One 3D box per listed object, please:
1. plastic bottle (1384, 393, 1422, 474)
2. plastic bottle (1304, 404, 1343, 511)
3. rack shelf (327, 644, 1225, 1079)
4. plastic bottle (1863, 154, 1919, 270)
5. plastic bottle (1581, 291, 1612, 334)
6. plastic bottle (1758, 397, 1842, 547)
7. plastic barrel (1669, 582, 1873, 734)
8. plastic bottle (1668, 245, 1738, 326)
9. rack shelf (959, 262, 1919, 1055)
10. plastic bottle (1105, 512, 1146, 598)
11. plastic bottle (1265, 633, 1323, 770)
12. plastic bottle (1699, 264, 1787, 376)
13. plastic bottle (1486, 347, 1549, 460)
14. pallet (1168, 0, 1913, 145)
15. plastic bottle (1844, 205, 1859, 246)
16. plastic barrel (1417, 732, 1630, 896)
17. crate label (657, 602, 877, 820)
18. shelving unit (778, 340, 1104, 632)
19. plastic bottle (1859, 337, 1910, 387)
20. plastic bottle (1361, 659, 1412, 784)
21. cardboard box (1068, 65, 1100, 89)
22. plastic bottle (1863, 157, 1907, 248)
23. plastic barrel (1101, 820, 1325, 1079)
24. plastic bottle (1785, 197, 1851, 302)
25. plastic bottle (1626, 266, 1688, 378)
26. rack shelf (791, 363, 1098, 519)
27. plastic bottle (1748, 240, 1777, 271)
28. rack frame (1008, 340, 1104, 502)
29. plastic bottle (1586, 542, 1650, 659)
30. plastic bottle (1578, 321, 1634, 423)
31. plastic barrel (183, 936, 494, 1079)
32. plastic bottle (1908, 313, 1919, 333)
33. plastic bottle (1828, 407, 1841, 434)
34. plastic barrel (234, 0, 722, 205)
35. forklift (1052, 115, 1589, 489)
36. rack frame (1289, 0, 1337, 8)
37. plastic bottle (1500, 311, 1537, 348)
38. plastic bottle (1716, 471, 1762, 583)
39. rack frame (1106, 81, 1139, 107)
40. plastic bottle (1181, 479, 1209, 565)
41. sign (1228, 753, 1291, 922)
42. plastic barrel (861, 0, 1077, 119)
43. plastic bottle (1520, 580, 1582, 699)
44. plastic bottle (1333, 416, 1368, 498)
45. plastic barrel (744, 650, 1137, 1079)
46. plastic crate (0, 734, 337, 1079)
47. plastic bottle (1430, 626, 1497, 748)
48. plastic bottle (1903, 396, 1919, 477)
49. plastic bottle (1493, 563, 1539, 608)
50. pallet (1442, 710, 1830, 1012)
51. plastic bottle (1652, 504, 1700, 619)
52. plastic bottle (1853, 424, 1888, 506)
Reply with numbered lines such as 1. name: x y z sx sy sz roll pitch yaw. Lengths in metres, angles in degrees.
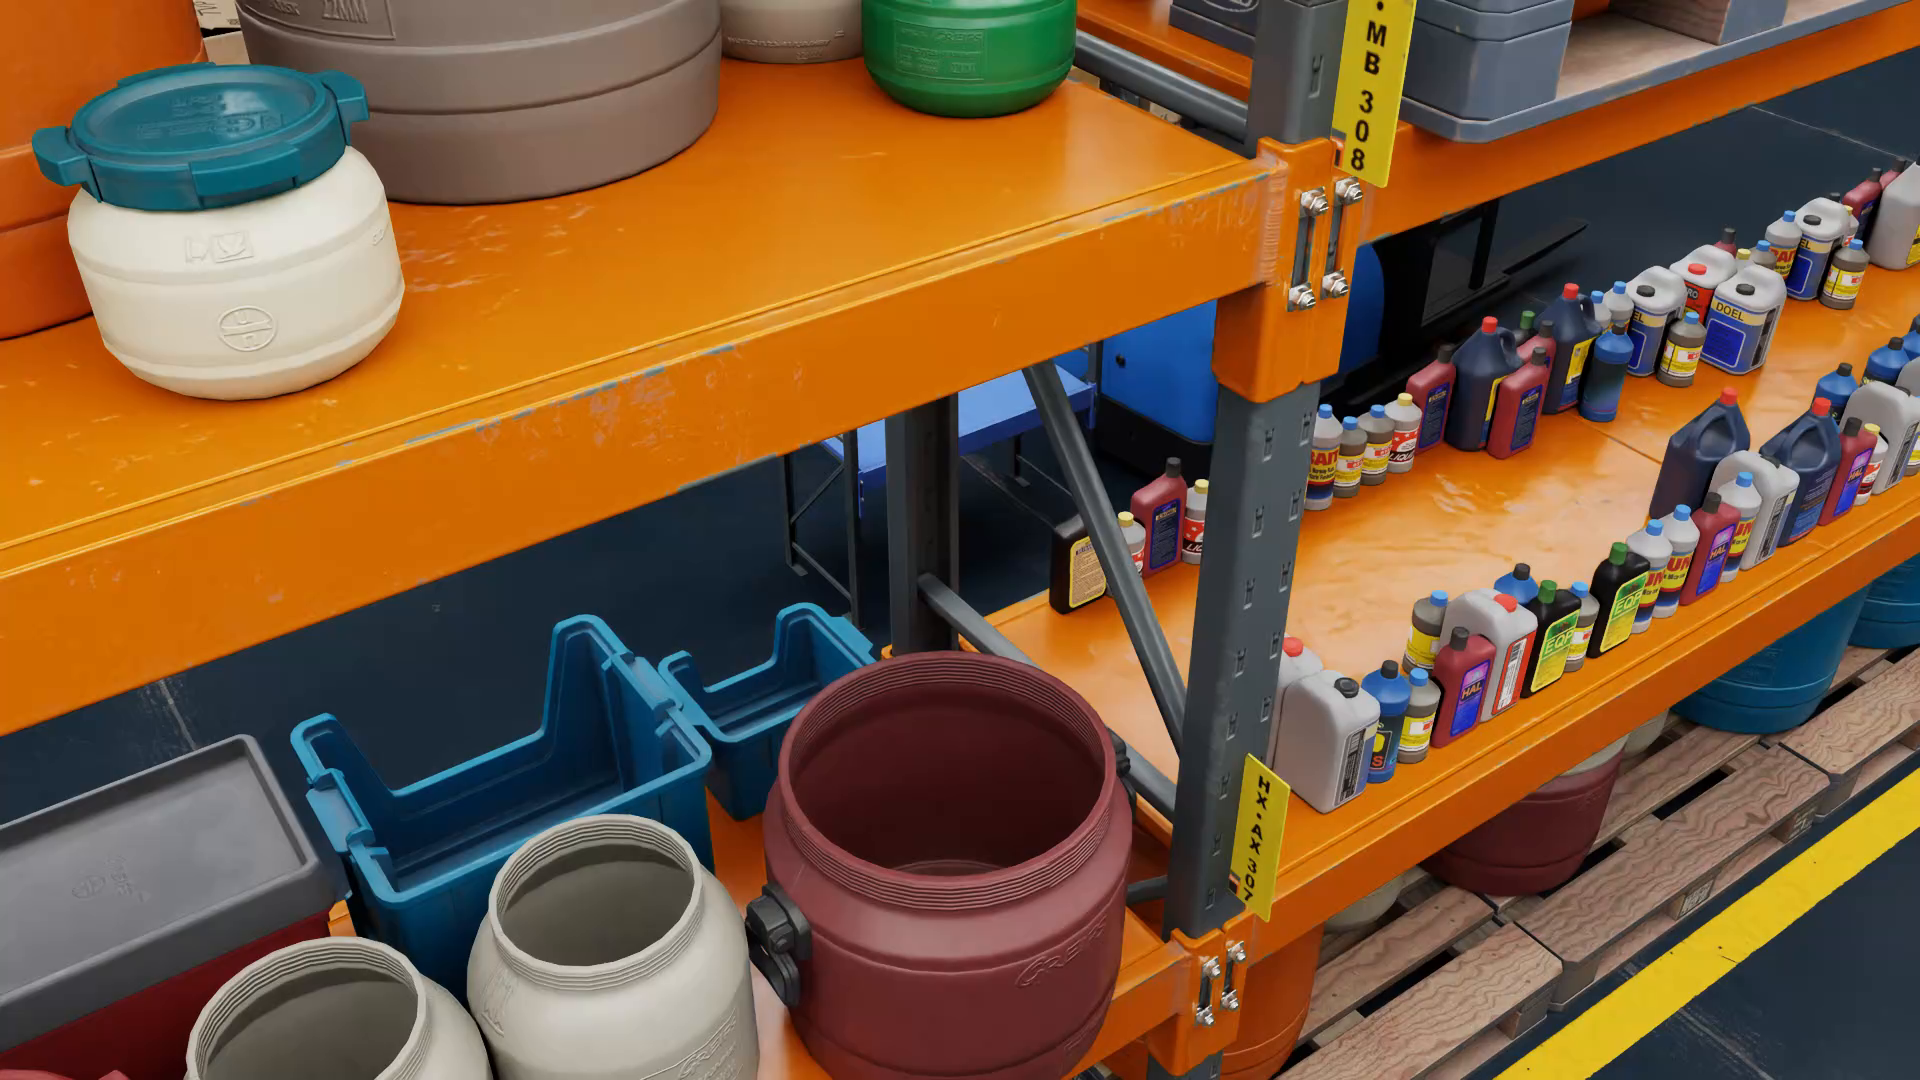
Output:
1. plastic bottle: 1.120 -0.279 4.240 0.097 0.201 0.097 0 36 0
2. plastic bottle: 0.881 -0.210 4.083 0.097 0.271 0.097 0 36 0
3. rack shelf: -1.450 1.281 2.516 4.000 0.370 1.077 -22 41 -28
4. plastic bottle: 2.947 -1.032 5.157 0.185 0.351 0.144 -22 41 -28
5. plastic bottle: 1.720 -0.555 4.562 0.097 0.271 0.097 0 36 0
6. plastic bottle: 1.991 -0.173 3.964 0.185 0.351 0.144 -22 41 -28
7. plastic barrel: 2.421 0.066 5.027 0.708 0.901 0.600 -22 41 -28
8. plastic bottle: 2.099 -0.693 4.751 0.135 0.276 0.152 -22 41 -28
9. rack shelf: 1.819 -0.064 4.386 4.000 0.370 1.077 -22 41 -28
10. plastic bottle: 0.374 0.027 3.813 0.097 0.201 0.097 0 36 0
11. plastic bottle: 0.637 0.303 3.366 0.135 0.276 0.152 -22 41 -28
12. plastic bottle: 2.187 -0.621 4.650 0.135 0.276 0.152 -22 41 -28
13. plastic bottle: 1.438 -0.354 4.272 0.133 0.283 0.061 -22 41 -28
14. pallet: 0.866 -1.035 2.713 1.213 0.211 1.003 -22 41 -28
15. plastic bottle: 2.716 -0.936 5.153 0.097 0.201 0.097 0 36 0
16. plastic barrel: 1.498 0.573 4.591 0.708 0.588 0.600 -22 41 -28
17. crate label: -0.376 0.347 3.341 0.416 0.233 0.303 -22 41 -28
18. shelving unit: -0.070 -0.580 5.772 1.048 1.500 0.538 -22 41 -28
19. plastic bottle: 2.410 -0.405 4.355 0.097 0.271 0.097 0 36 0
20. plastic bottle: 0.835 0.352 3.302 0.097 0.271 0.097 0 36 0
21. cardboard box: 0.365 -2.255 8.581 0.500 0.500 0.500 -23 41 -28
22. plastic bottle: 2.909 -1.062 5.257 0.133 0.283 0.061 -22 41 -28
23. plastic barrel: 0.575 0.854 3.992 0.708 0.830 0.600 -22 41 -28
24. plastic bottle: 2.557 -0.882 5.013 0.135 0.276 0.152 -22 41 -28
25. plastic bottle: 1.910 -0.615 4.643 0.135 0.276 0.152 -22 41 -28
26. rack shelf: -0.070 -0.434 5.877 1.000 0.185 0.538 -22 41 -28
27. plastic bottle: 2.367 -0.793 4.953 0.097 0.201 0.097 0 36 0
28. rack frame: 0.346 -0.751 6.010 0.032 1.500 0.500 -22 41 -28
29. plastic bottle: 1.427 0.116 3.619 0.133 0.283 0.061 -22 41 -28
30. plastic bottle: 1.723 -0.453 4.421 0.097 0.271 0.097 0 36 0
31. plastic barrel: -0.878 0.861 2.388 0.421 0.512 0.421 0 36 0
32. plastic bottle: 2.657 -0.550 4.488 0.185 0.351 0.144 -22 41 -28
33. plastic bottle: 2.085 -0.206 4.078 0.097 0.271 0.097 0 36 0
34. plastic barrel: -0.612 -0.932 1.979 0.600 0.901 0.600 0 36 0
35. forklift: 1.685 -2.090 6.646 3.031 2.935 1.130 -28 44 -33
36. rack frame: 0.185 -2.119 1.489 0.127 3.000 1.000 -22 41 -28
37. plastic bottle: 1.464 -0.467 4.431 0.133 0.283 0.061 -22 41 -28
38. plastic bottle: 1.779 -0.037 3.842 0.097 0.271 0.097 0 36 0
39. rack frame: 0.604 -3.394 8.400 0.127 3.000 1.000 -22 41 -28
40. plastic bottle: 0.563 -0.050 3.921 0.097 0.201 0.097 0 36 0
41. sign: 0.507 0.511 2.831 0.005 0.325 0.100 -22 41 -28
42. plastic barrel: 0.012 -0.731 2.261 0.294 0.245 0.294 0 36 0
43. plastic bottle: 1.238 0.194 3.512 0.133 0.283 0.061 -22 41 -28
44. plastic bottle: 0.961 -0.214 4.149 0.097 0.201 0.097 0 36 0
45. plastic barrel: -0.020 0.562 2.783 0.708 0.536 0.600 -22 41 -28
46. plastic crate: -1.313 0.688 2.669 0.583 0.464 0.402 -22 41 -28
47. plastic bottle: 1.019 0.284 3.386 0.133 0.283 0.061 -22 41 -28
48. plastic bottle: 2.418 -0.272 4.229 0.097 0.201 0.097 0 36 0
49. plastic bottle: 1.178 0.167 3.559 0.097 0.271 0.097 0 36 0
50. pallet: 1.801 0.756 5.019 1.213 0.211 1.003 -22 41 -28
51. plastic bottle: 1.590 0.041 3.735 0.097 0.271 0.097 0 36 0
52. plastic bottle: 2.229 -0.194 4.120 0.097 0.201 0.097 0 36 0
